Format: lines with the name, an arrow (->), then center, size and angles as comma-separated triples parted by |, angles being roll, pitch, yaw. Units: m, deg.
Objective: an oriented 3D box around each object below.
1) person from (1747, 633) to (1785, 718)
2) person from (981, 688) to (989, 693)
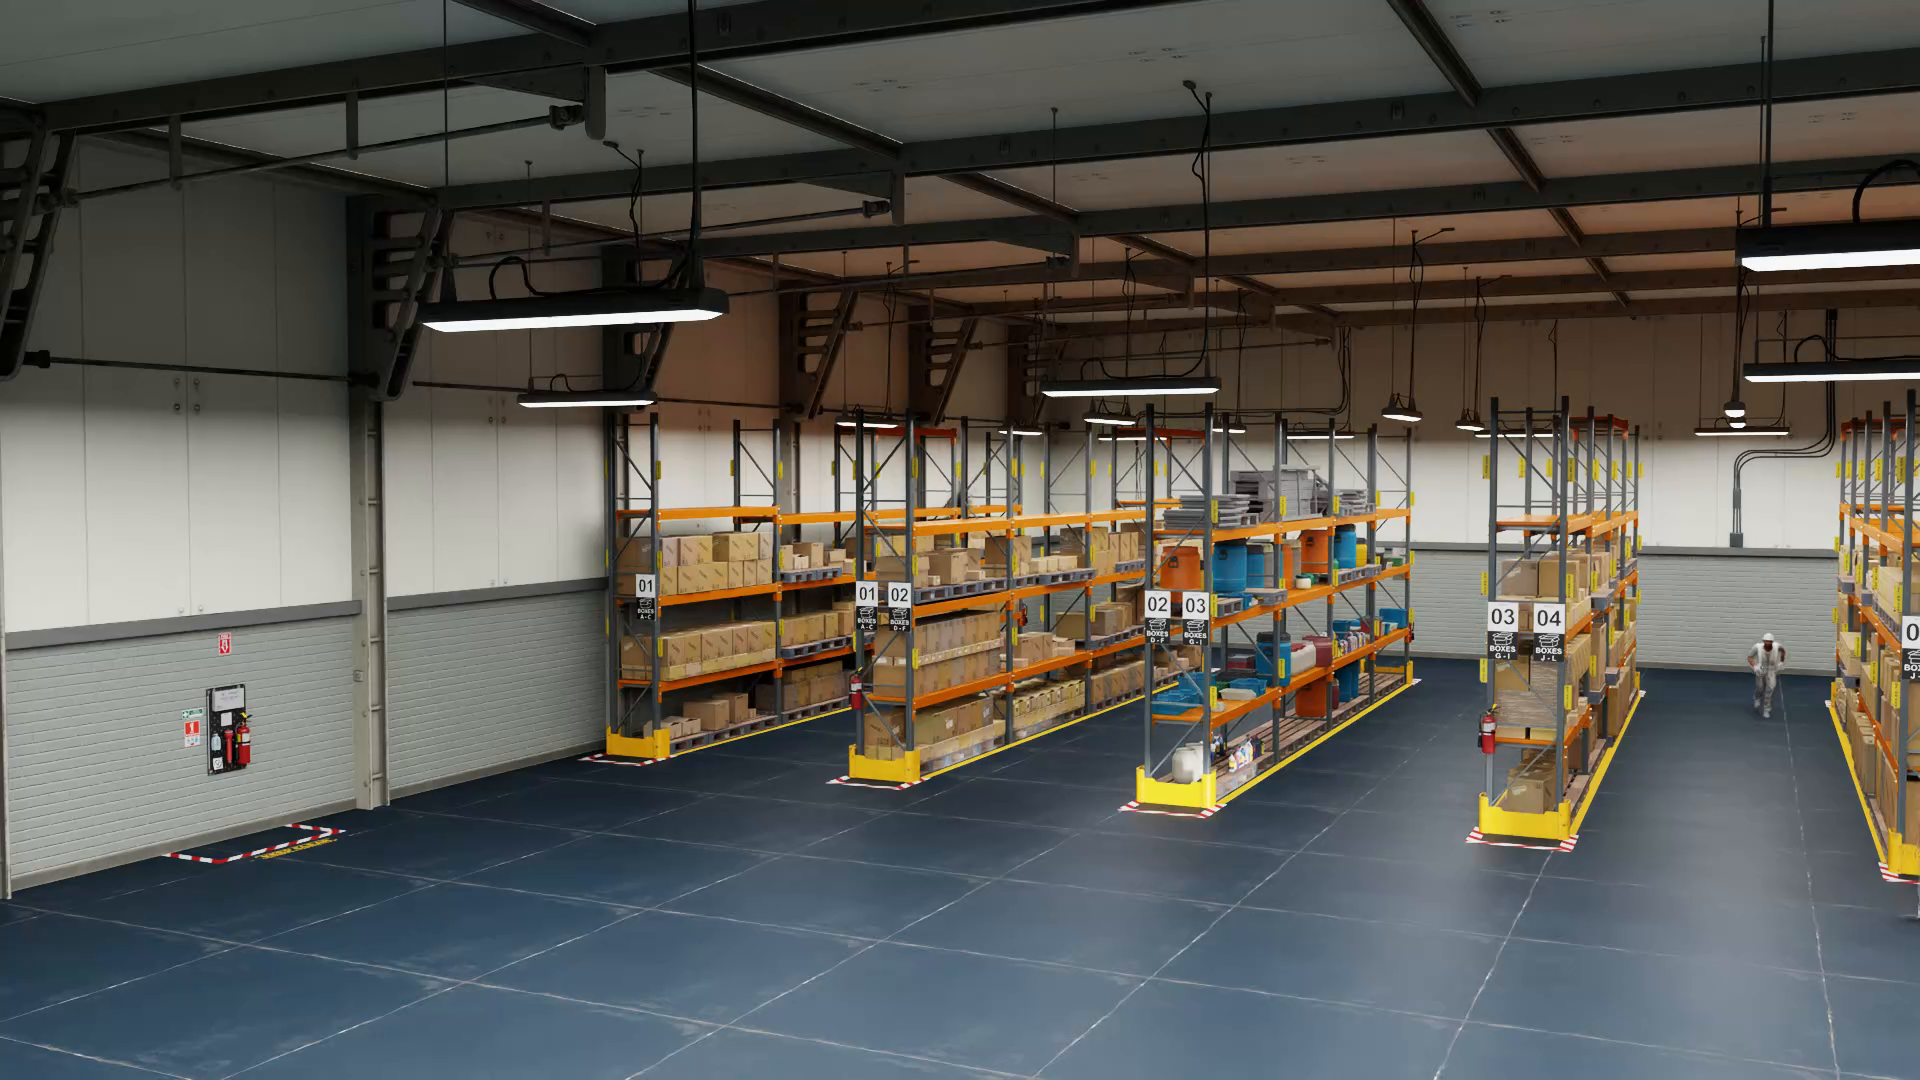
person -> 16.473, 2.737, 34.038 | 0.717, 1.730, 1.041 | 0, 2, 11
person -> 0.375, 2.680, 35.338 | 0.682, 1.711, 0.714 | -1, 2, -13
